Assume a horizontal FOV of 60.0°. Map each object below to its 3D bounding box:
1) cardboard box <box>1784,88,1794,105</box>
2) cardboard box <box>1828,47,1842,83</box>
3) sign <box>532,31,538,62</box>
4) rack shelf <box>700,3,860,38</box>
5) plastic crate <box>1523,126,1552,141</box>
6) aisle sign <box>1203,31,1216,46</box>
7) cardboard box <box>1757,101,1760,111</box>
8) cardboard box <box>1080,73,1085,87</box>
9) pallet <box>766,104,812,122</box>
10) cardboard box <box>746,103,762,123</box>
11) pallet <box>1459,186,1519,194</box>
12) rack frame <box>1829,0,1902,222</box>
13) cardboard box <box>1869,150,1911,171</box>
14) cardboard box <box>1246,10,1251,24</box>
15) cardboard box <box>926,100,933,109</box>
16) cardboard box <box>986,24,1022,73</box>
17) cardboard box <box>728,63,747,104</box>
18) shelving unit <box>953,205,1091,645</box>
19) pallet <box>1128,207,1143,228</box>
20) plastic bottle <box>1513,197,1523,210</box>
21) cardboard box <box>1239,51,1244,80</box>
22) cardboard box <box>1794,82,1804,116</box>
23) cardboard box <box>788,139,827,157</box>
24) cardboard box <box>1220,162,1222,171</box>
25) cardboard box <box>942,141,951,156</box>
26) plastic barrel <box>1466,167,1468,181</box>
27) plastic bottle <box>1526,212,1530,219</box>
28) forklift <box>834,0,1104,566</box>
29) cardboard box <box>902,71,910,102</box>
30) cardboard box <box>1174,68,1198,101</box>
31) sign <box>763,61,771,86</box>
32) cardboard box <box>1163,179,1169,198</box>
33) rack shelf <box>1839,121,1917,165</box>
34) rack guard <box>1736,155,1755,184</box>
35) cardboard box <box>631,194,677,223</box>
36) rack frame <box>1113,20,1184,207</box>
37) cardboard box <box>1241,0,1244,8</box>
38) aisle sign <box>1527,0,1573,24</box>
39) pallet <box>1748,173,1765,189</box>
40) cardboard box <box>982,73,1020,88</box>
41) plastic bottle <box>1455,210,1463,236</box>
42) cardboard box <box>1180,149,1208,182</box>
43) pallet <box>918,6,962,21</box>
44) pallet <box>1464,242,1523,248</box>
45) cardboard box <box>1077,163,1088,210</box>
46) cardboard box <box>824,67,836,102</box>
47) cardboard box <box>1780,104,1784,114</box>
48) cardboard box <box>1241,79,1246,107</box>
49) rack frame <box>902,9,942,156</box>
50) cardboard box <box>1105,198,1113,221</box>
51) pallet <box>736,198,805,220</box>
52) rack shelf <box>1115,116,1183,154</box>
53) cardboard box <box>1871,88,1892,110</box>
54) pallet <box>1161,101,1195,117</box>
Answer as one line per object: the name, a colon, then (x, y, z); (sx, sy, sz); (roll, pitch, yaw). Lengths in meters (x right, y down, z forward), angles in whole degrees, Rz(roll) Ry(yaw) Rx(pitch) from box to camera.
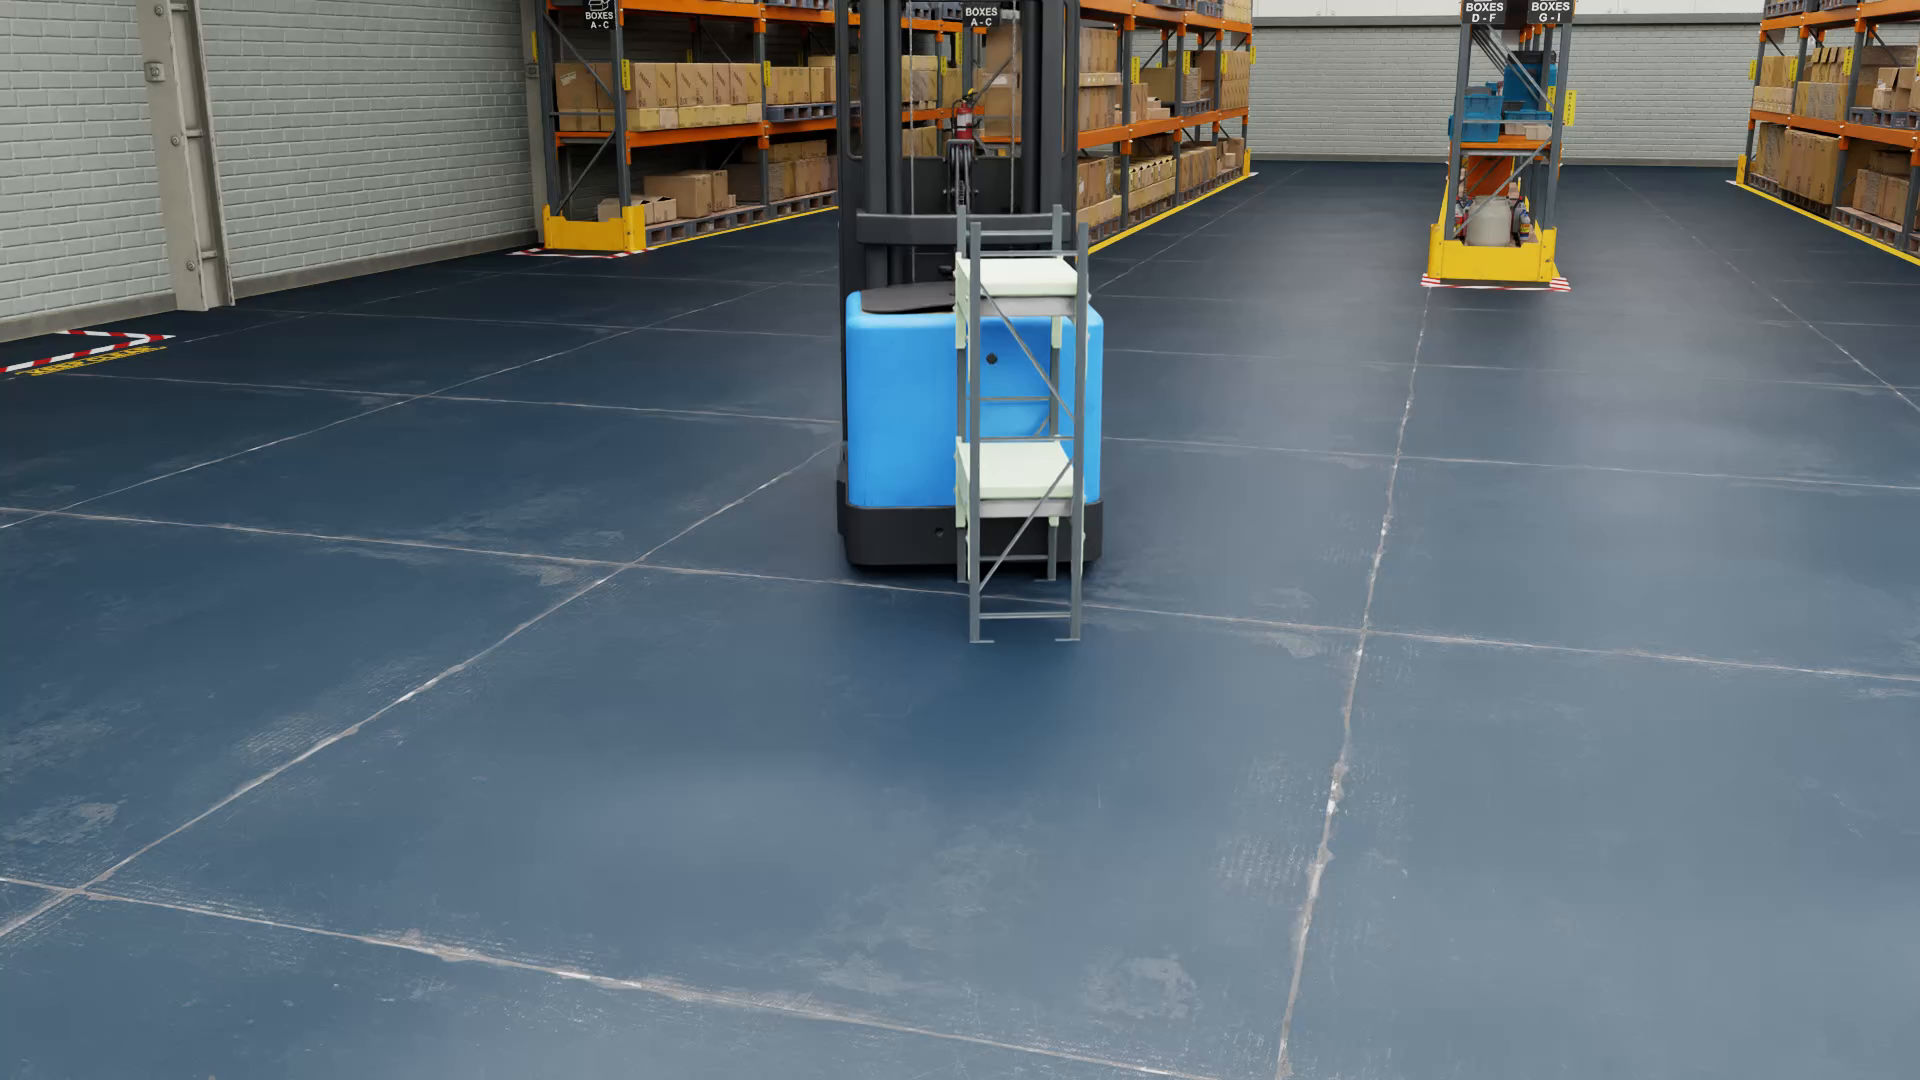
cardboard box: (13.301, -6.981, 26.175); (0.500, 0.250, 0.500); (4, 16, 15)
cardboard box: (12.886, -6.795, 23.766); (0.797, 0.503, 0.637); (5, 17, 18)
sign: (-4.757, -5.544, 18.679); (0.100, 0.325, 0.005); (5, 16, 16)
rack shelf: (-2.525, -7.454, 23.933); (1.077, 0.370, 4.000); (5, 16, 16)
plastic crate: (5.831, -4.101, 16.775); (0.298, 0.136, 0.250); (5, 16, 16)
aisle sign: (4.805, -9.881, 31.906); (0.394, 0.787, 0.004); (5, 16, 16)
cardboard box: (14.003, -7.498, 28.729); (0.380, 0.149, 0.250); (4, 16, 15)
cardboard box: (1.202, -5.187, 18.748); (0.380, 0.149, 0.250); (4, 16, 15)
pallet: (-2.737, -5.930, 23.091); (1.003, 0.211, 1.213); (5, 16, 16)
cardboard box: (-2.937, -5.624, 21.897); (0.500, 0.250, 0.500); (5, 16, 16)
pallet: (8.075, -5.298, 25.621); (1.003, 0.211, 1.213); (5, 16, 16)
rack frame: (12.291, -5.728, 22.026); (1.000, 3.000, 0.127); (5, 16, 16)
cardboard box: (12.129, -4.920, 21.579); (0.500, 0.250, 0.500); (5, 17, 18)
cardboard box: (5.174, -9.806, 31.182); (0.500, 0.250, 0.500); (5, 16, 16)
cardboard box: (-0.694, -7.637, 29.182); (0.380, 0.149, 0.250); (5, 17, 17)
cardboard box: (0.680, -5.211, 17.644); (0.700, 0.500, 0.500); (5, 16, 16)
cardboard box: (-3.068, -5.853, 21.332); (0.500, 0.500, 0.500); (5, 16, 16)
shelving unit: (0.211, -0.450, 6.167); (0.431, 1.500, 0.755); (-1, 16, -4)
pallet: (1.829, -4.305, 22.119); (1.003, 0.211, 1.213); (5, 16, 16)
plastic bottle: (6.444, -3.762, 19.142); (0.144, 0.351, 0.185); (4, 16, 13)
cardboard box: (4.919, -8.713, 30.536); (0.500, 0.500, 0.500); (5, 17, 17)
cardboard box: (13.057, -6.721, 25.346); (0.500, 0.500, 0.500); (5, 16, 16)
cardboard box: (-2.333, -5.913, 25.081); (0.500, 0.250, 0.500); (5, 17, 17)
cardboard box: (4.493, -6.712, 29.883); (0.380, 0.166, 0.250); (5, 16, 16)
cardboard box: (-0.509, -7.114, 30.724); (0.700, 0.500, 0.500); (5, 17, 17)
plastic barrel: (8.060, -5.696, 25.705); (0.421, 0.512, 0.421); (0, 16, 0)
plastic bottle: (6.164, -3.432, 18.103); (0.061, 0.283, 0.133); (5, 17, 17)
forklift: (-0.029, -1.657, 7.800); (1.130, 2.935, 3.031); (-1, 16, -4)
cardboard box: (-1.133, -7.591, 27.830); (0.500, 0.500, 0.500); (5, 17, 17)
cardboard box: (3.308, -7.145, 26.070); (0.700, 0.500, 0.500); (8, 18, 26)
sign: (-2.571, -6.210, 22.140); (0.100, 0.325, 0.005); (5, 16, 16)
cardboard box: (2.735, -5.084, 24.028); (0.500, 0.250, 0.500); (4, 16, 15)
rack shelf: (11.722, -4.858, 20.280); (1.077, 0.370, 4.000); (5, 16, 16)
rack guard: (14.571, -6.624, 29.769); (1.175, 0.500, 0.348); (5, 16, 16)
cardboard box: (-3.785, -4.028, 20.156); (0.500, 0.311, 0.500); (6, 17, 20)
rack frame: (2.794, -6.497, 24.738); (1.000, 3.000, 0.127); (5, 16, 16)
cardboard box: (4.878, -9.786, 30.195); (0.500, 0.250, 0.500); (5, 16, 16)
aisle sign: (5.529, -5.228, 15.500); (0.394, 0.787, 0.004); (5, 16, 16)
pallet: (14.412, -6.264, 29.027); (1.003, 0.211, 1.213); (5, 16, 16)
cardboard box: (0.446, -4.879, 17.661); (0.380, 0.149, 0.250); (4, 16, 15)
plastic bottle: (5.468, -3.498, 18.352); (0.152, 0.276, 0.135); (5, 17, 16)
cardboard box: (3.774, -6.141, 27.259); (0.500, 0.500, 0.500); (5, 17, 17)
pallet: (-0.577, -9.540, 30.133); (1.003, 0.211, 1.213); (5, 16, 16)
pallet: (5.481, -2.913, 17.213); (1.003, 0.211, 1.213); (5, 16, 16)
cardboard box: (1.156, -4.030, 18.935); (0.500, 0.500, 0.500); (5, 16, 16)
cardboard box: (-2.214, -6.868, 25.056); (0.700, 0.500, 0.500); (3, 16, 11)
cardboard box: (13.346, -6.893, 26.595); (0.380, 0.149, 0.250); (4, 16, 15)
cardboard box: (5.057, -8.364, 31.136); (0.500, 0.500, 0.500); (5, 17, 16)
rack frame: (-0.820, -7.927, 29.779); (1.000, 3.000, 0.127); (5, 16, 16)
cardboard box: (1.583, -4.061, 20.420); (0.500, 0.250, 0.500); (5, 16, 16)
pallet: (-2.874, -4.696, 23.498); (1.003, 0.211, 1.213); (5, 16, 16)
rack shelf: (2.225, -5.628, 22.991); (1.077, 0.370, 4.000); (5, 16, 16)
cardboard box: (11.594, -5.437, 20.506); (0.500, 0.250, 0.500); (4, 16, 14)
pallet: (2.919, -6.587, 25.409); (1.213, 0.211, 1.003); (5, 16, 16)
